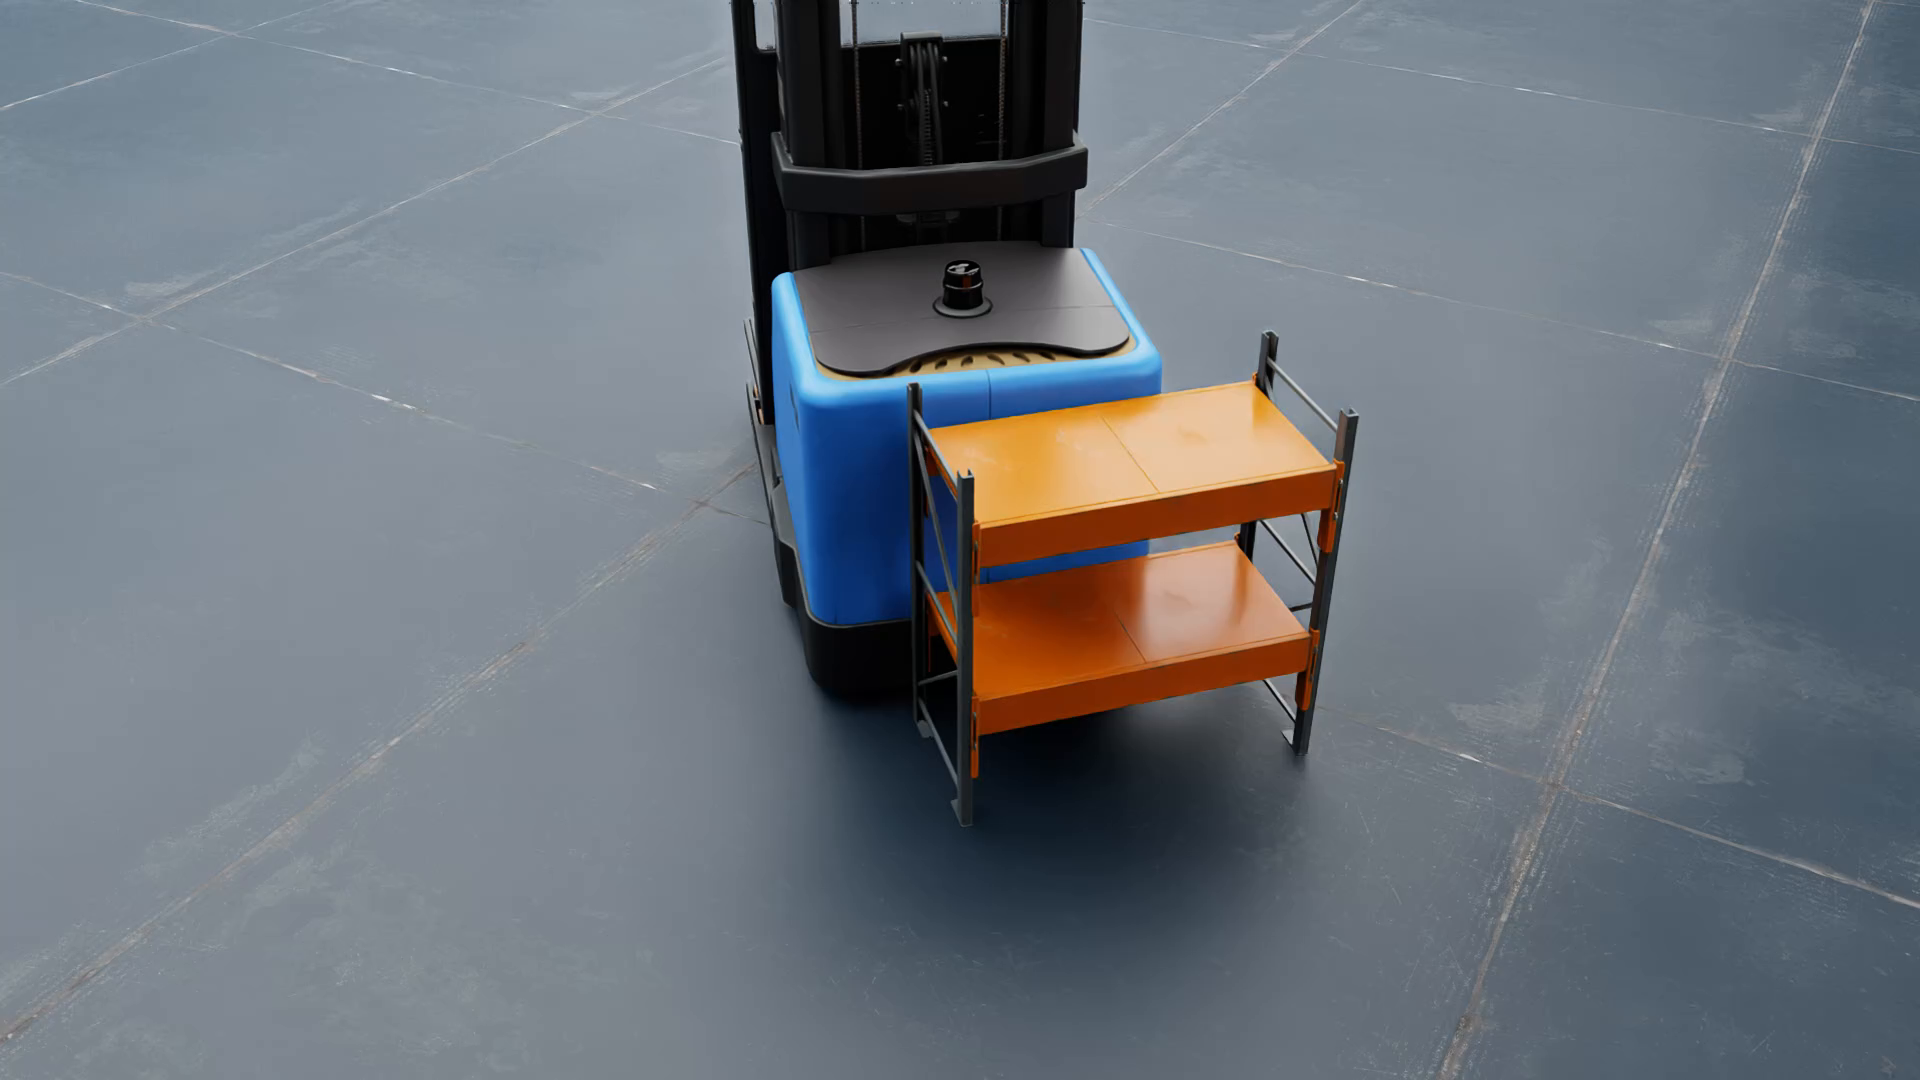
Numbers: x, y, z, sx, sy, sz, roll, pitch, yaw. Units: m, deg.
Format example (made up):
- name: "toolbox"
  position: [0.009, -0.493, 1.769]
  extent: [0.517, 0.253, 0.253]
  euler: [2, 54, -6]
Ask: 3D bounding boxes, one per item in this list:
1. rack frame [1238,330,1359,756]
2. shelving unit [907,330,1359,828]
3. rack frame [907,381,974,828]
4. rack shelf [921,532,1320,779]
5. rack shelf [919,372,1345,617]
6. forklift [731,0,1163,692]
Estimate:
- name: "rack frame"
  position: [0.920, 0.023, 4.701]
  extent: [0.032, 1.125, 0.500]
  euler: [-10, 35, -14]
- name: "shelving unit"
  position: [0.434, 0.105, 4.577]
  extent: [1.048, 1.125, 0.538]
  euler: [-10, 35, -14]
- name: "rack frame"
  position: [-0.053, 0.188, 4.453]
  extent: [0.032, 1.125, 0.500]
  euler: [-10, 35, -14]
- name: "rack shelf"
  position: [0.434, 0.309, 4.712]
  extent: [1.000, 0.278, 0.538]
  euler: [-10, 35, -14]
- name: "rack shelf"
  position: [0.434, -0.138, 4.415]
  extent: [1.000, 0.278, 0.538]
  euler: [-10, 35, -14]
- name: "forklift"
  position: [-0.207, -1.576, 5.473]
  extent: [1.130, 2.935, 3.031]
  euler: [-6, 34, -9]
